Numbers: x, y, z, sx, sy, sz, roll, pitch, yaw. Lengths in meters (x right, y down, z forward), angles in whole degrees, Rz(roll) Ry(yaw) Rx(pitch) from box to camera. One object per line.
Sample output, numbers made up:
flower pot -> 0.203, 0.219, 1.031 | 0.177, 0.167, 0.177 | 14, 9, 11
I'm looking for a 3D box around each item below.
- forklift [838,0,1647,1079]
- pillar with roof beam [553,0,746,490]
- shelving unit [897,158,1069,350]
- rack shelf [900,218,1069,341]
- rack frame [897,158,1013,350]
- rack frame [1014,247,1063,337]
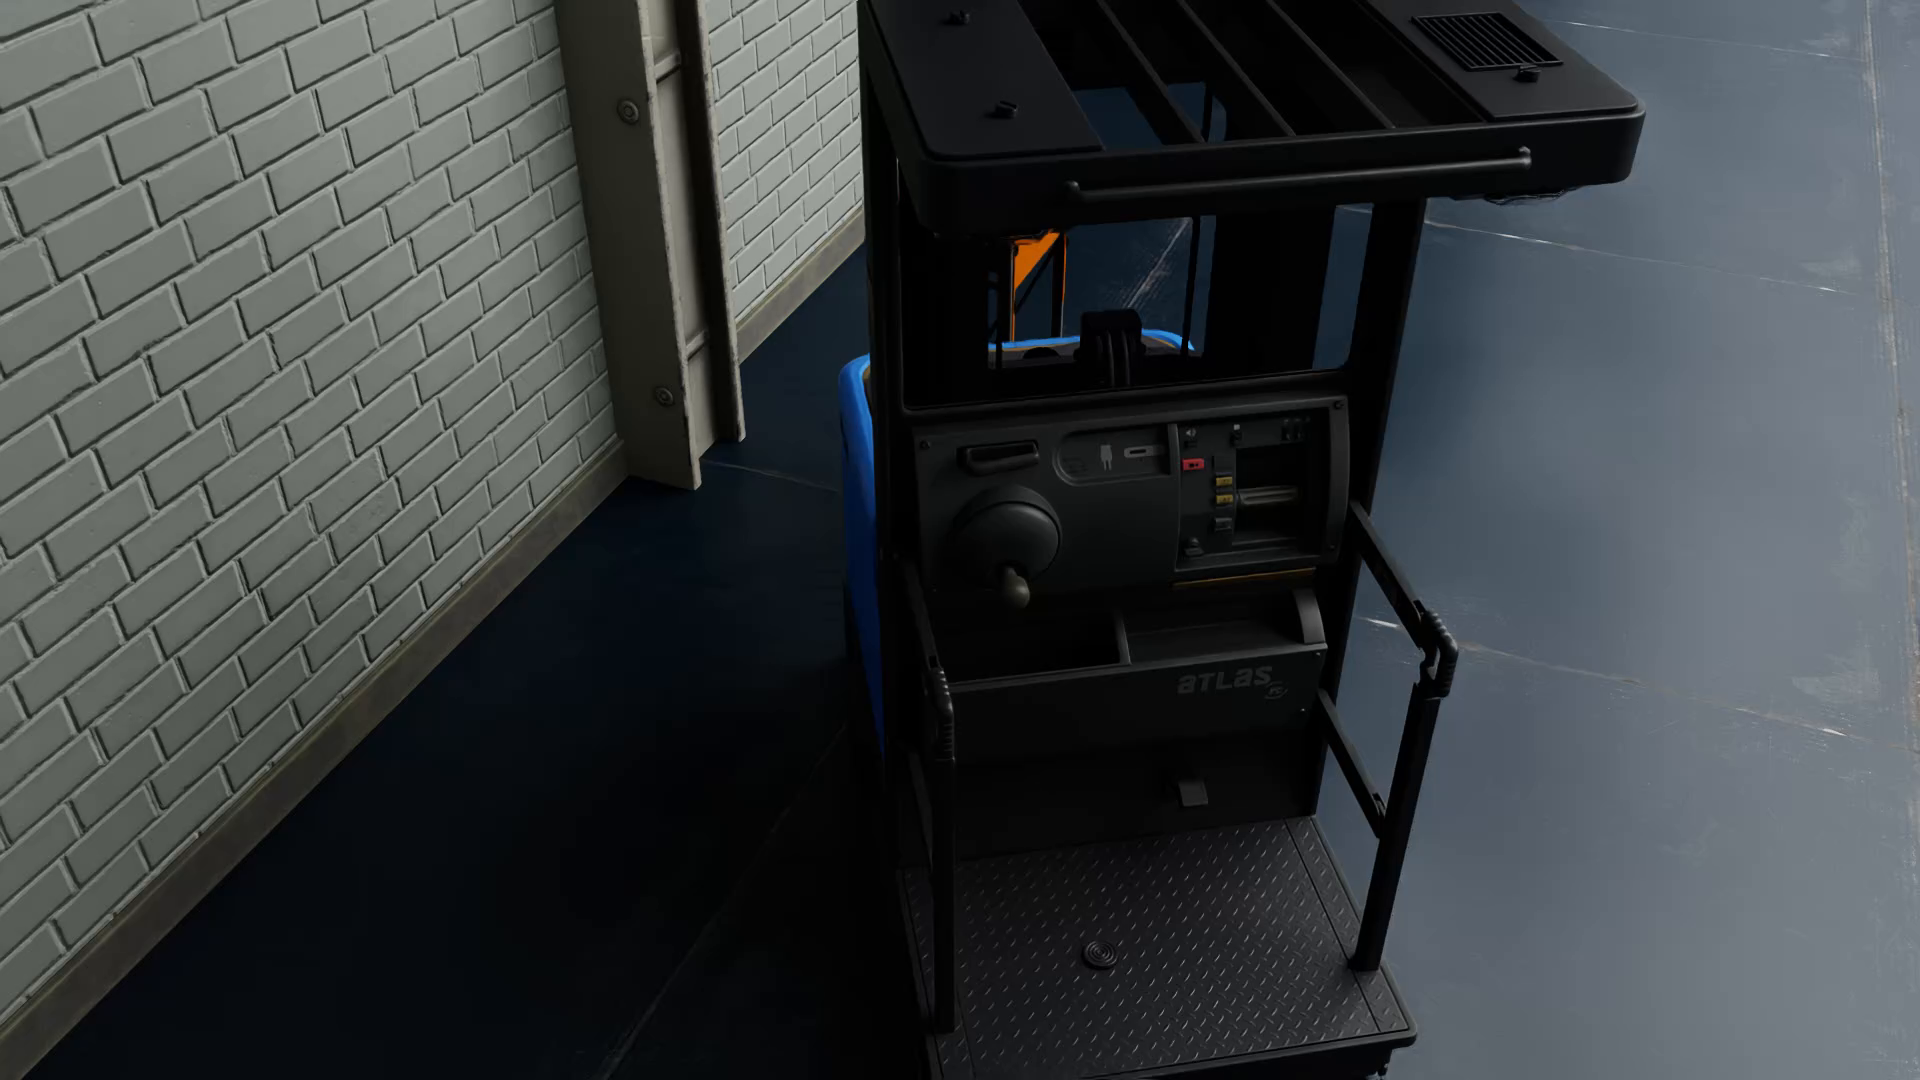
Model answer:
forklift -> 0.406, -0.015, 3.322 | 1.130, 2.935, 3.031 | -6, 37, -8
pillar with roof beam -> 2.958, -2.946, 2.175 | 9.100, 9.000, 0.400 | 14, 39, 18
shelving unit -> 0.063, -0.933, 5.244 | 0.431, 2.100, 0.503 | 14, 39, 18
rack shelf -> 0.063, -0.922, 5.252 | 0.431, 0.518, 0.480 | 14, 39, 18
rack frame -> -0.030, -0.798, 5.063 | 0.400, 2.100, 0.015 | 14, 39, 18
rack frame -> 0.156, -1.068, 5.425 | 0.400, 2.100, 0.015 | 14, 39, 18
